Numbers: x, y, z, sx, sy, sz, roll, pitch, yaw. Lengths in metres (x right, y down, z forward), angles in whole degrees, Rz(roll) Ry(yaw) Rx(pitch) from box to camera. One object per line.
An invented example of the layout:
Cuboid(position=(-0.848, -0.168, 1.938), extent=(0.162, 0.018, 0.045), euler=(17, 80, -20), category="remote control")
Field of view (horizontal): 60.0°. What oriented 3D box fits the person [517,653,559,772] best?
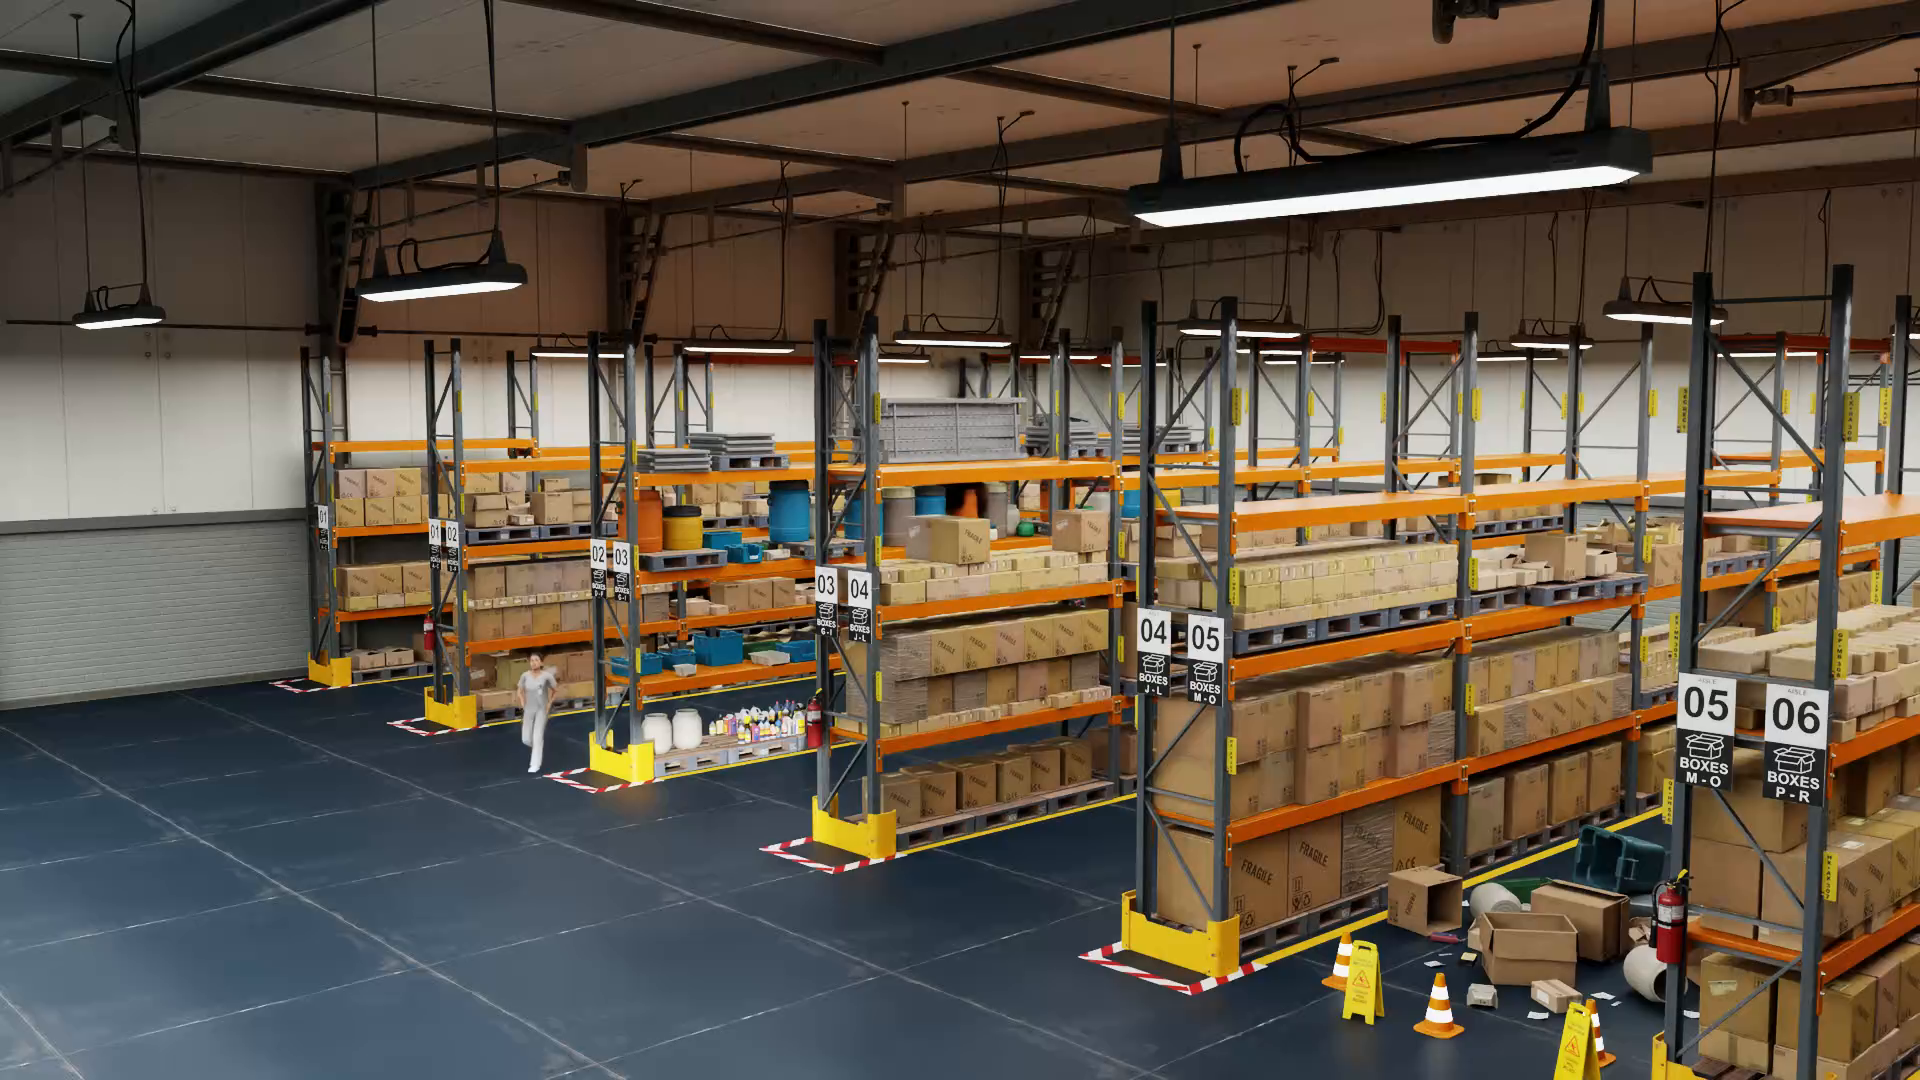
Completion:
Cuboid(position=(-5.794, 2.343, 22.836), extent=(0.557, 1.626, 0.636), euler=(0, 5, -1), category="person")
